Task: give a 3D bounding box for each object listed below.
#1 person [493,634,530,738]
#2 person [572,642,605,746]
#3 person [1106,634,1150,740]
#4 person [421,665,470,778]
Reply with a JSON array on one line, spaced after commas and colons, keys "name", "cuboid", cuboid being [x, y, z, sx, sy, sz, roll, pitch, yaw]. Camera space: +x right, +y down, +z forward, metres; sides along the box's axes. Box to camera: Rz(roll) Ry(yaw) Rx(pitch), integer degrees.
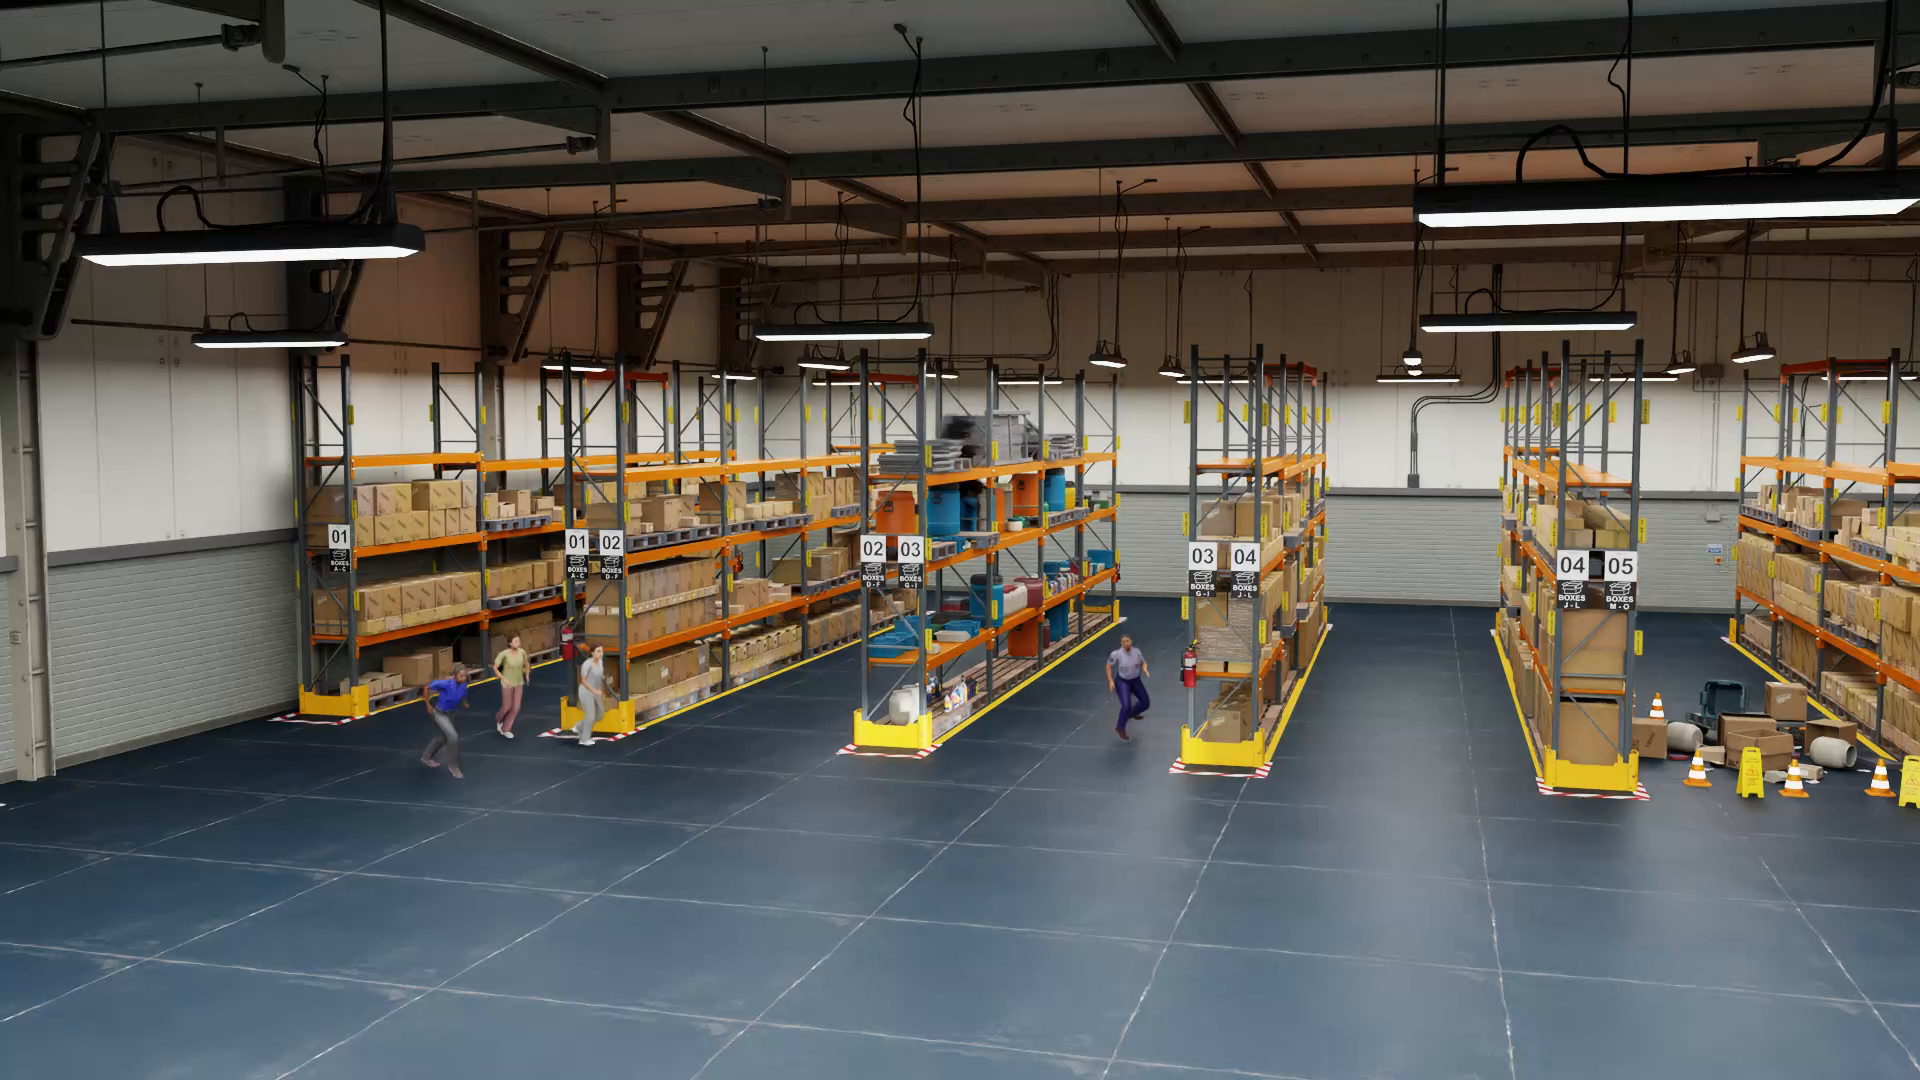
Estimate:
[{"name": "person", "cuboid": [-7.025, 2.256, 26.015, 0.607, 1.629, 0.565, -3, 5, -36]}, {"name": "person", "cuboid": [-5.618, 2.323, 25.138, 0.721, 1.586, 0.545, 2, 5, 26]}, {"name": "person", "cuboid": [2.614, 2.235, 25.506, 0.651, 1.625, 0.774, -2, 5, -25]}, {"name": "person", "cuboid": [-7.206, 2.569, 23.127, 0.951, 1.514, 0.623, 3, 5, 33]}]
